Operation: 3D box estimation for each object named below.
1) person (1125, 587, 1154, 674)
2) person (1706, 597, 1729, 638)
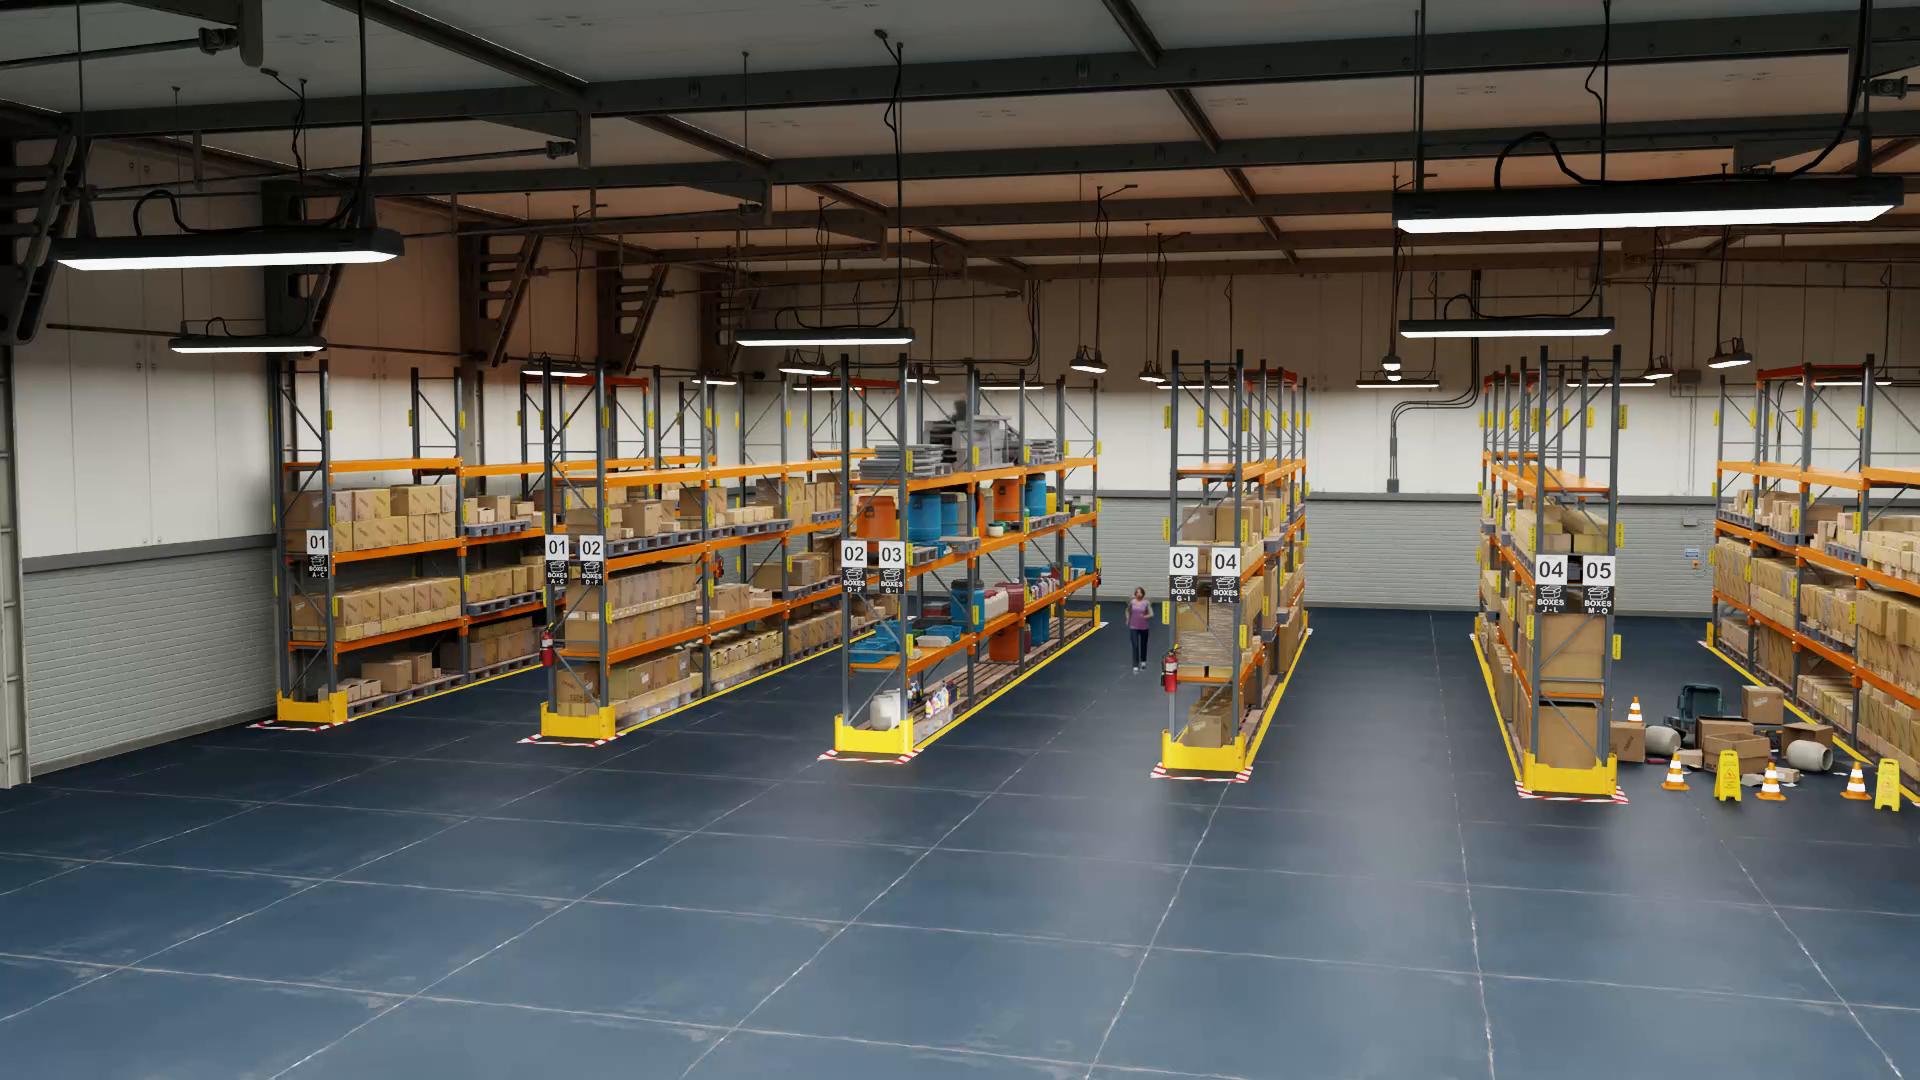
[{"bbox_3d":[3.339,1.680,31.018,0.542,1.587,0.821,1,4,9],"label":"person"},{"bbox_3d":[17.409,1.465,37.996,0.674,1.651,0.612,3,5,39],"label":"person"}]
